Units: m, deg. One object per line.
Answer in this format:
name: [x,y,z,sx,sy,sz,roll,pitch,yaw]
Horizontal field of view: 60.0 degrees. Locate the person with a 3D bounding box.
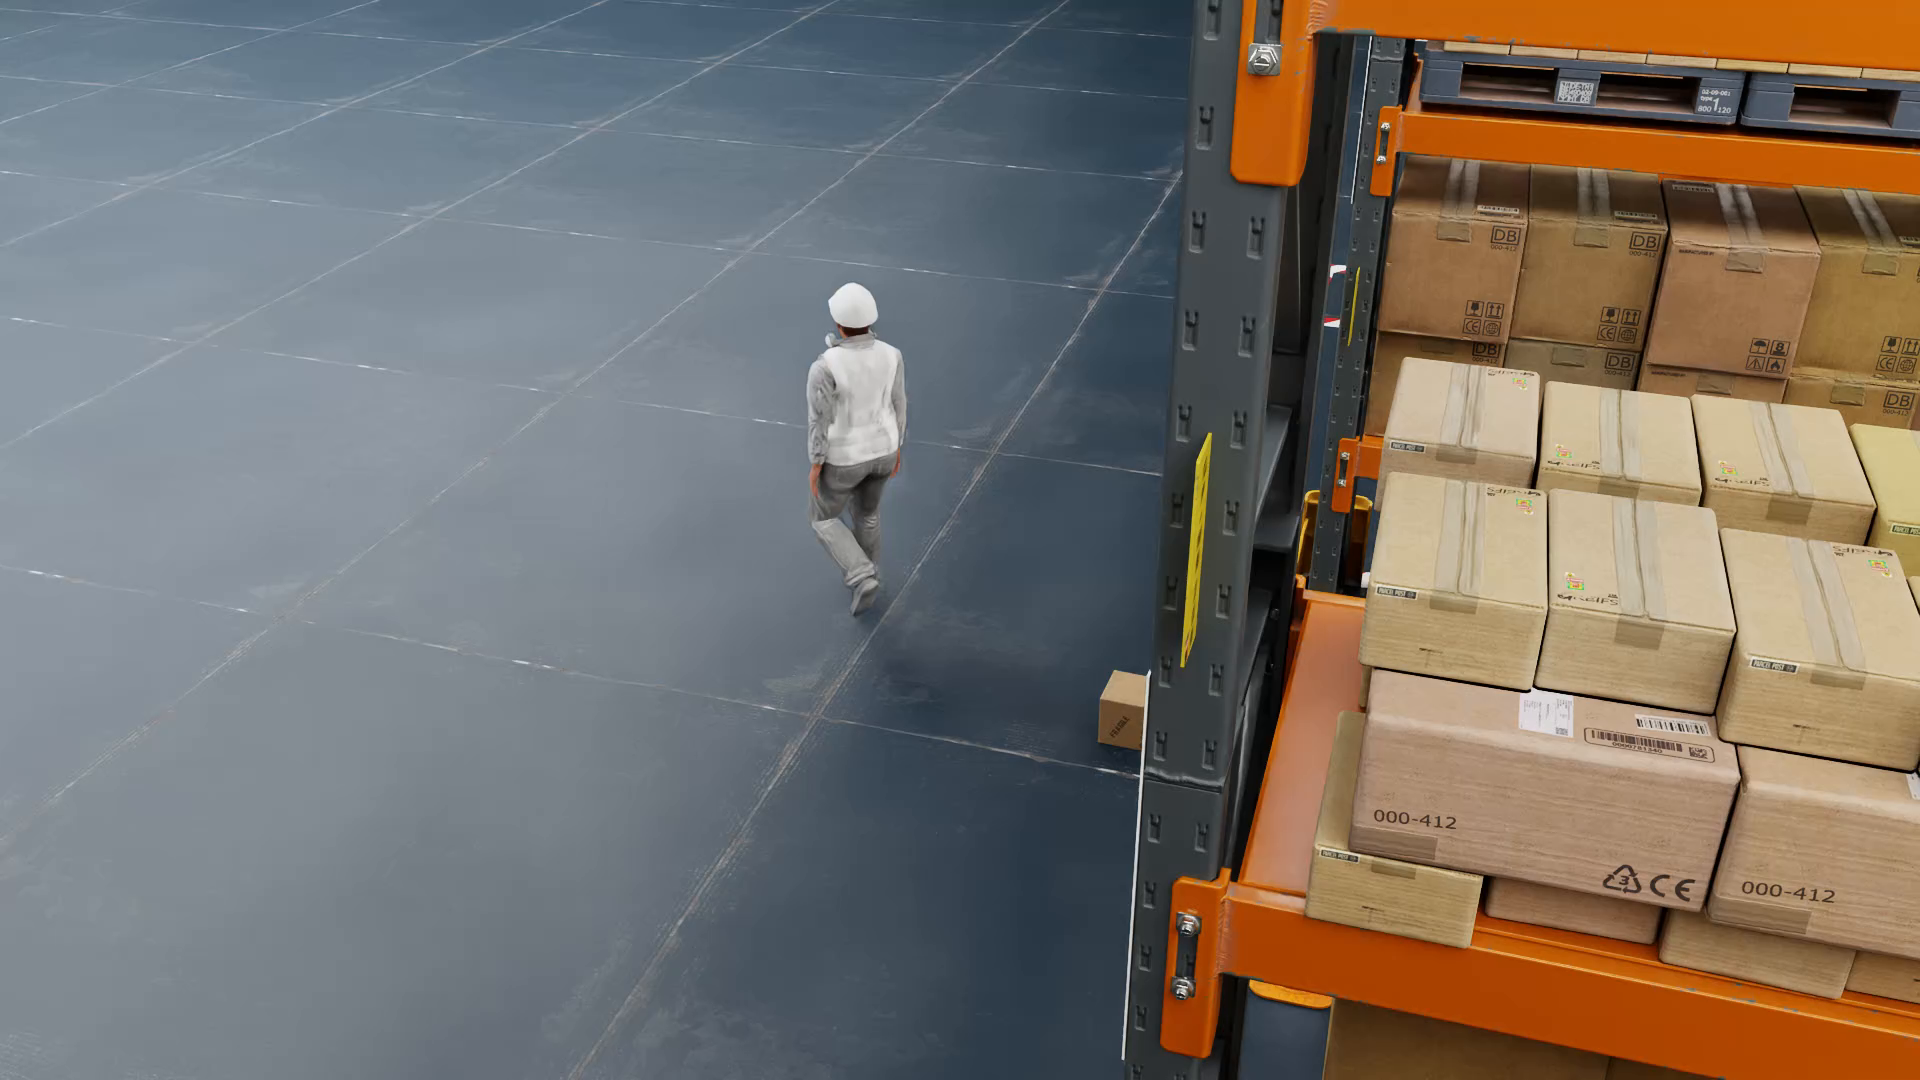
person: [-0.507,-0.430,8.336,0.553,1.763,0.625,-16,33,-26]
